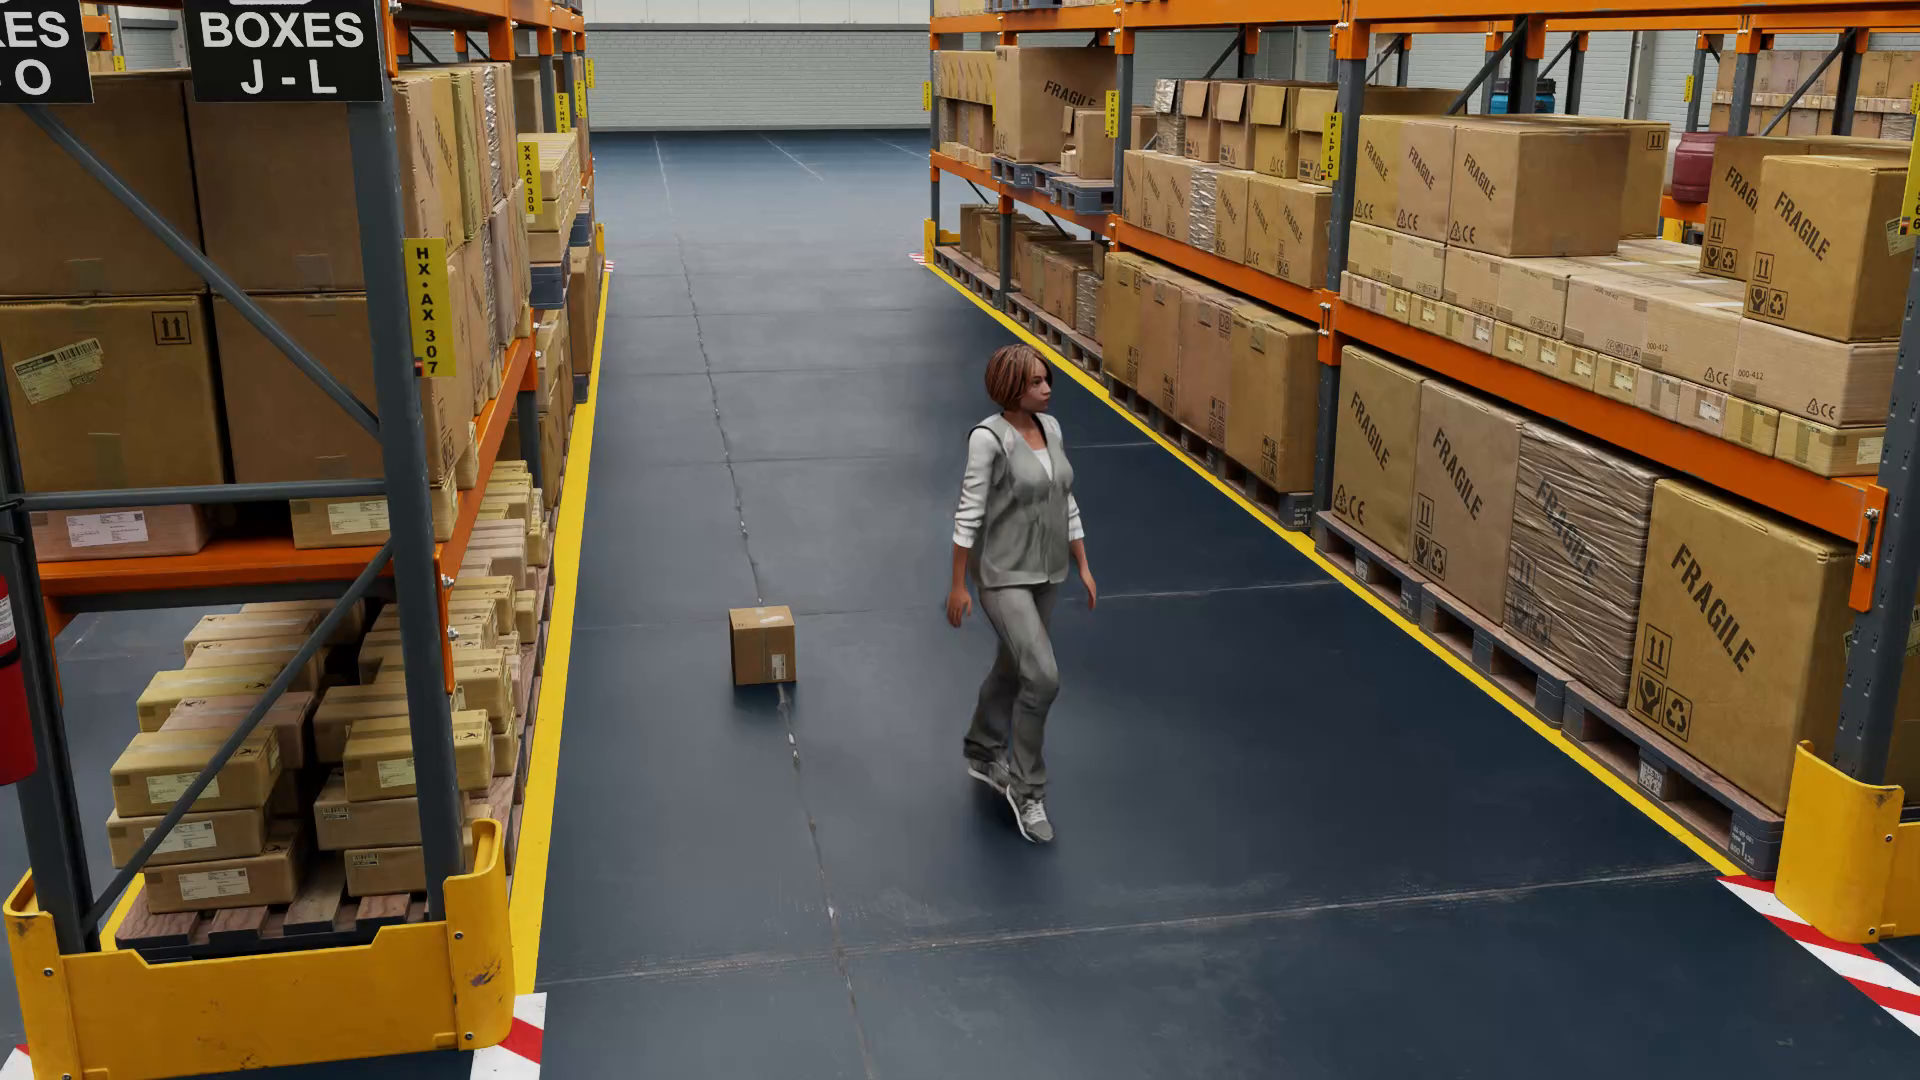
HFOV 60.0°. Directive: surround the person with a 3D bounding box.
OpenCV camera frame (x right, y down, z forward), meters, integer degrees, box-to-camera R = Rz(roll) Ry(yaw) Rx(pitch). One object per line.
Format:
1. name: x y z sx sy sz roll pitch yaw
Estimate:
1. person: 0.192 0.162 5.527 0.523 1.645 0.459 14 22 39
